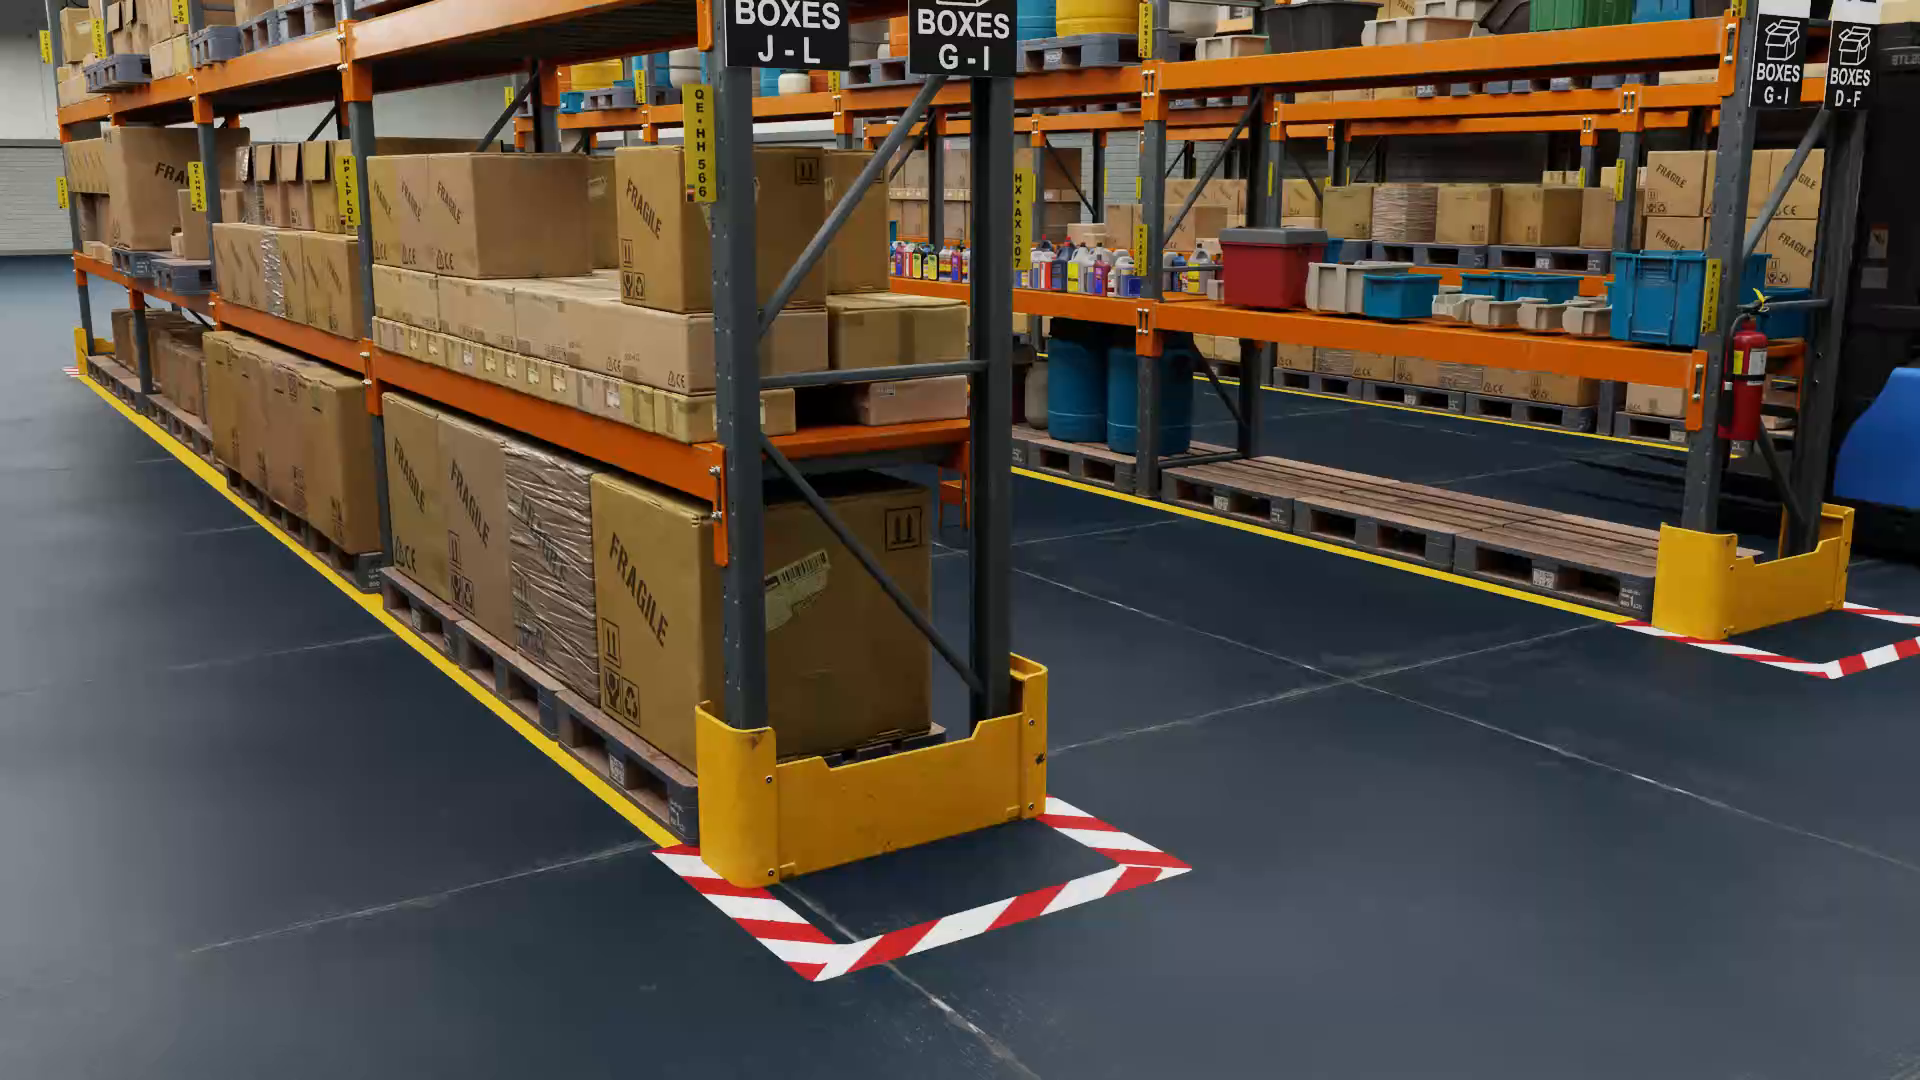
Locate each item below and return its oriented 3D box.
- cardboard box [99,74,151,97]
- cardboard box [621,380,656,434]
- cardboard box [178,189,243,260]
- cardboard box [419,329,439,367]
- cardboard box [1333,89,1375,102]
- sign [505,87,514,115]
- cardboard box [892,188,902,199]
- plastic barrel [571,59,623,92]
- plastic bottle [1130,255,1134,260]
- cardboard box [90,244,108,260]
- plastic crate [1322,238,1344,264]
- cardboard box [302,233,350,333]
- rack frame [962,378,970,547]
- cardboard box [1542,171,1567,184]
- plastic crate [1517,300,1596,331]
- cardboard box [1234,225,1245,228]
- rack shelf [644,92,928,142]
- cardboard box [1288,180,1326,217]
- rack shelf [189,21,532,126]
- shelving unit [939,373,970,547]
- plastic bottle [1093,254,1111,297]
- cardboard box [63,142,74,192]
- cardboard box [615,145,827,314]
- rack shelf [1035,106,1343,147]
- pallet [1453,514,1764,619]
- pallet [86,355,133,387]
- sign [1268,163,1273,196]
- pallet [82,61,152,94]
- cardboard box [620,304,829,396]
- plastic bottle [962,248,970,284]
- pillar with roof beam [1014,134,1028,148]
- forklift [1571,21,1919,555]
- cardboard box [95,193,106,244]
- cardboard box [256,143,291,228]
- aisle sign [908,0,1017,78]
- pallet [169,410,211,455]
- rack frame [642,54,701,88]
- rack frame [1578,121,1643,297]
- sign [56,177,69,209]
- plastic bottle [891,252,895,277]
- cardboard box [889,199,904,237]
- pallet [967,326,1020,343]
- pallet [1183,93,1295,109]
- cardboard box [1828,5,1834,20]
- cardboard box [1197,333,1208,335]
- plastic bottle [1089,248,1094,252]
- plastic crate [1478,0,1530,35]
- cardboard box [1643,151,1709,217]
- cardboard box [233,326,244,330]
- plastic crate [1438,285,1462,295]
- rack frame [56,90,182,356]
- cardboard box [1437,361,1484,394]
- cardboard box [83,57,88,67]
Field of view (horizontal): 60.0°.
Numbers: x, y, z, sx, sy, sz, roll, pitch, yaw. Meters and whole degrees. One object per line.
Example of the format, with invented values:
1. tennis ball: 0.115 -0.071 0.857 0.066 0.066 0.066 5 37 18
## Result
1. cardboard box: -7.396 -4.084 14.847 0.500 0.250 0.500 -7 14 -31
2. cardboard box: -0.895 -0.456 5.511 0.380 0.149 0.250 -8 15 -32
3. cardboard box: -5.435 -2.363 12.431 0.700 0.500 0.500 -6 14 -24
4. cardboard box: -2.168 -0.864 7.382 0.380 0.149 0.250 -9 15 -34
5. cardboard box: 4.091 -4.452 15.945 0.910 0.500 0.500 -8 15 -33
6. sign: -5.480 -5.345 20.240 0.100 0.325 0.005 -8 15 -33
7. cardboard box: -0.707 -4.749 22.805 0.380 0.149 0.250 -9 15 -34
8. plastic barrel: -4.282 -5.514 19.612 0.600 0.588 0.600 0 12 0
9. plastic bottle: 1.289 -2.022 12.360 0.061 0.283 0.133 -8 15 -33
10. cardboard box: -8.433 -2.874 16.569 0.380 0.149 0.250 -8 15 -33
11. plastic crate: 2.172 -1.784 10.897 0.392 0.384 0.575 -8 15 -33
12. cardboard box: -3.249 -1.408 9.044 0.500 0.500 0.500 -8 14 -31
13. rack frame: 0.097 -0.482 9.607 0.200 1.050 0.008 -8 15 -33
14. cardboard box: 7.254 -4.383 20.103 0.380 0.149 0.250 -11 17 -42
15. plastic crate: 3.094 -1.171 8.674 0.396 0.136 0.243 -8 15 -33
16. cardboard box: 3.204 -3.241 17.869 0.500 0.311 0.500 -8 15 -33
17. rack shelf: -1.695 -3.987 15.733 1.077 0.370 4.000 -8 15 -33
18. cardboard box: 4.925 -4.751 23.116 0.500 0.500 0.500 -8 15 -33
19. rack shelf: -3.602 -2.689 9.799 1.077 0.370 4.000 -8 15 -33
20. shelving unit: 0.030 -0.503 9.706 0.215 1.050 0.252 -8 15 -33
21. plastic bottle: 0.975 -1.816 11.418 0.061 0.283 0.133 -8 15 -33
22. cardboard box: -9.065 -3.906 17.431 0.500 0.500 0.500 -8 15 -33
23. cardboard box: -0.767 -1.002 5.321 0.500 0.500 0.500 -8 15 -32
24. rack shelf: 2.430 -4.572 18.411 1.077 0.370 4.000 -8 15 -33
25. pallet: 3.421 0.117 8.833 1.003 0.211 1.213 -8 15 -33
26. pallet: -8.680 -1.829 17.731 1.003 0.211 1.213 -8 15 -33
27. sign: 3.078 -3.602 16.601 0.100 0.325 0.005 -8 15 -33
28. pallet: -6.673 -3.893 14.062 1.213 0.211 1.003 -8 15 -33
29. cardboard box: -0.767 -0.635 5.397 0.500 0.250 0.500 -8 15 -34
30. plastic bottle: 0.065 -2.110 12.788 0.097 0.271 0.097 0 12 0
31. pillar with roof beam: -2.572 -8.578 28.026 9.100 9.000 0.400 -8 15 -33
32. forklift: 5.233 -1.526 9.980 1.130 2.935 3.031 -7 14 -30
33. cardboard box: -8.243 -3.278 16.899 0.875 0.500 0.500 -8 15 -33
34. cardboard box: -3.960 -2.221 10.416 0.797 0.503 0.637 -8 15 -31
35. aisle sign: 0.012 -1.801 4.989 0.394 0.787 0.004 -8 15 -33
36. pallet: -5.814 -0.924 13.594 1.003 0.211 1.213 -8 15 -33
37. rack frame: -2.803 -6.159 16.962 1.000 3.000 0.127 -8 15 -33
38. rack frame: 7.660 -3.690 19.712 1.000 3.000 0.127 -8 15 -33
39. sign: -9.594 -3.712 17.789 0.100 0.325 0.005 -8 15 -33
40. plastic bottle: -0.521 -2.263 13.656 0.097 0.201 0.097 0 12 0
41. cardboard box: -0.646 -4.490 23.137 0.700 0.500 0.500 -8 15 -33
42. pallet: 0.237 -2.815 22.241 1.003 0.211 1.213 -8 15 -33
43. pallet: 3.088 -4.586 17.231 1.213 0.211 1.003 -7 14 -30
44. cardboard box: 6.363 -3.733 12.068 0.500 0.250 0.500 -8 15 -33
45. cardboard box: 2.750 -2.394 17.928 0.500 0.311 0.500 -8 15 -34
46. plastic bottle: 1.007 -2.100 12.744 0.097 0.271 0.097 0 12 0
47. plastic crate: 3.228 -2.833 8.921 0.504 0.338 0.767 -8 15 -33
48. cardboard box: 5.782 -2.811 13.122 0.500 0.500 0.500 -8 14 -31
49. cardboard box: -5.409 -1.499 12.763 0.500 0.250 0.500 -6 14 -26
50. plastic crate: 2.844 -1.432 9.865 0.293 0.136 0.466 -8 15 -33
51. rack frame: -9.143 -3.353 18.175 1.000 3.000 0.127 -8 15 -33
52. cardboard box: 4.698 -1.617 15.055 0.500 0.500 0.500 -8 15 -32
53. cardboard box: -8.082 -4.486 15.752 0.380 0.149 0.250 -7 14 -30
